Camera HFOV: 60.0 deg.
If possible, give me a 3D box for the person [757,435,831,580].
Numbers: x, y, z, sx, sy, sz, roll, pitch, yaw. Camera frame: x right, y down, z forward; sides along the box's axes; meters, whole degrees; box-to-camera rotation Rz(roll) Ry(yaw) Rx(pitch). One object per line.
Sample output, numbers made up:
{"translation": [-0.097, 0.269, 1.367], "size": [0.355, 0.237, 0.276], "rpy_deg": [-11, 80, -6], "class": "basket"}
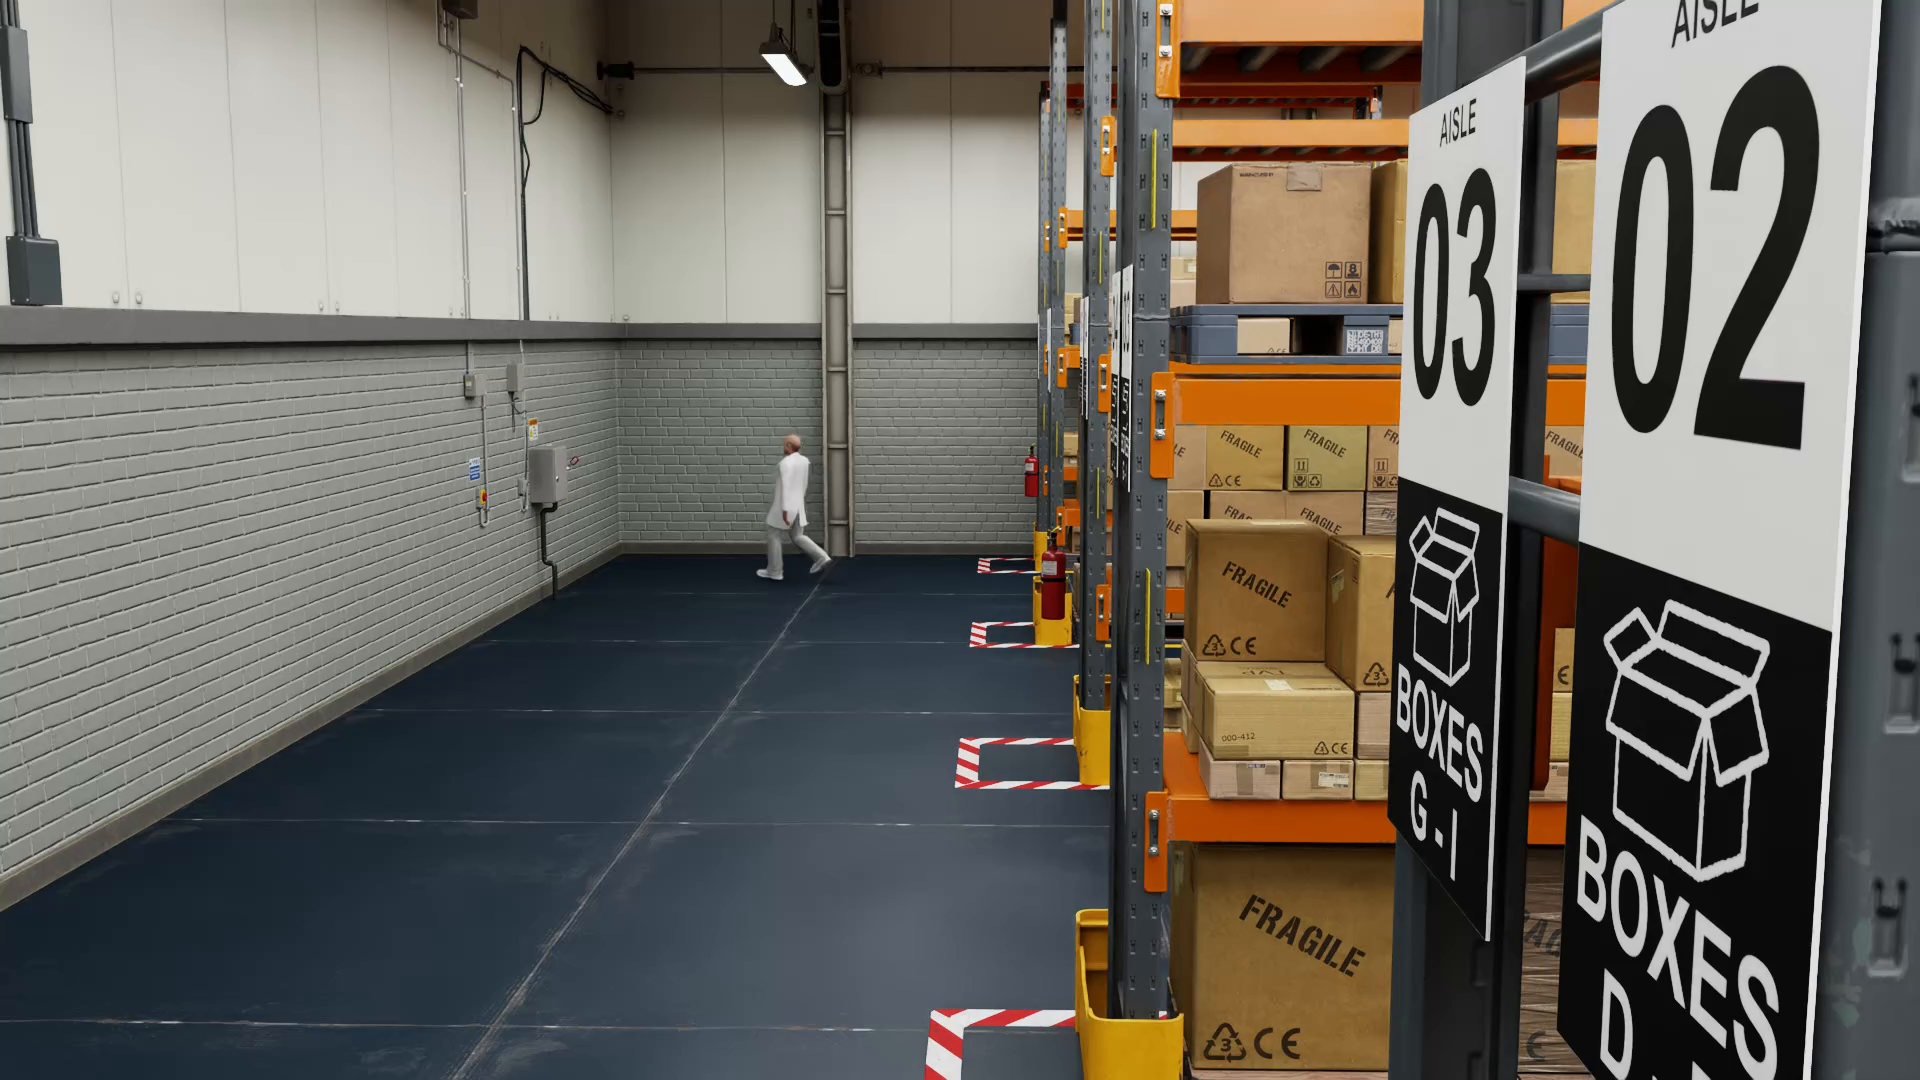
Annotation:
{"translation": [-2.003, -0.392, 19.942], "size": [0.970, 1.747, 0.574], "rpy_deg": [4, 8, 30], "class": "person"}
